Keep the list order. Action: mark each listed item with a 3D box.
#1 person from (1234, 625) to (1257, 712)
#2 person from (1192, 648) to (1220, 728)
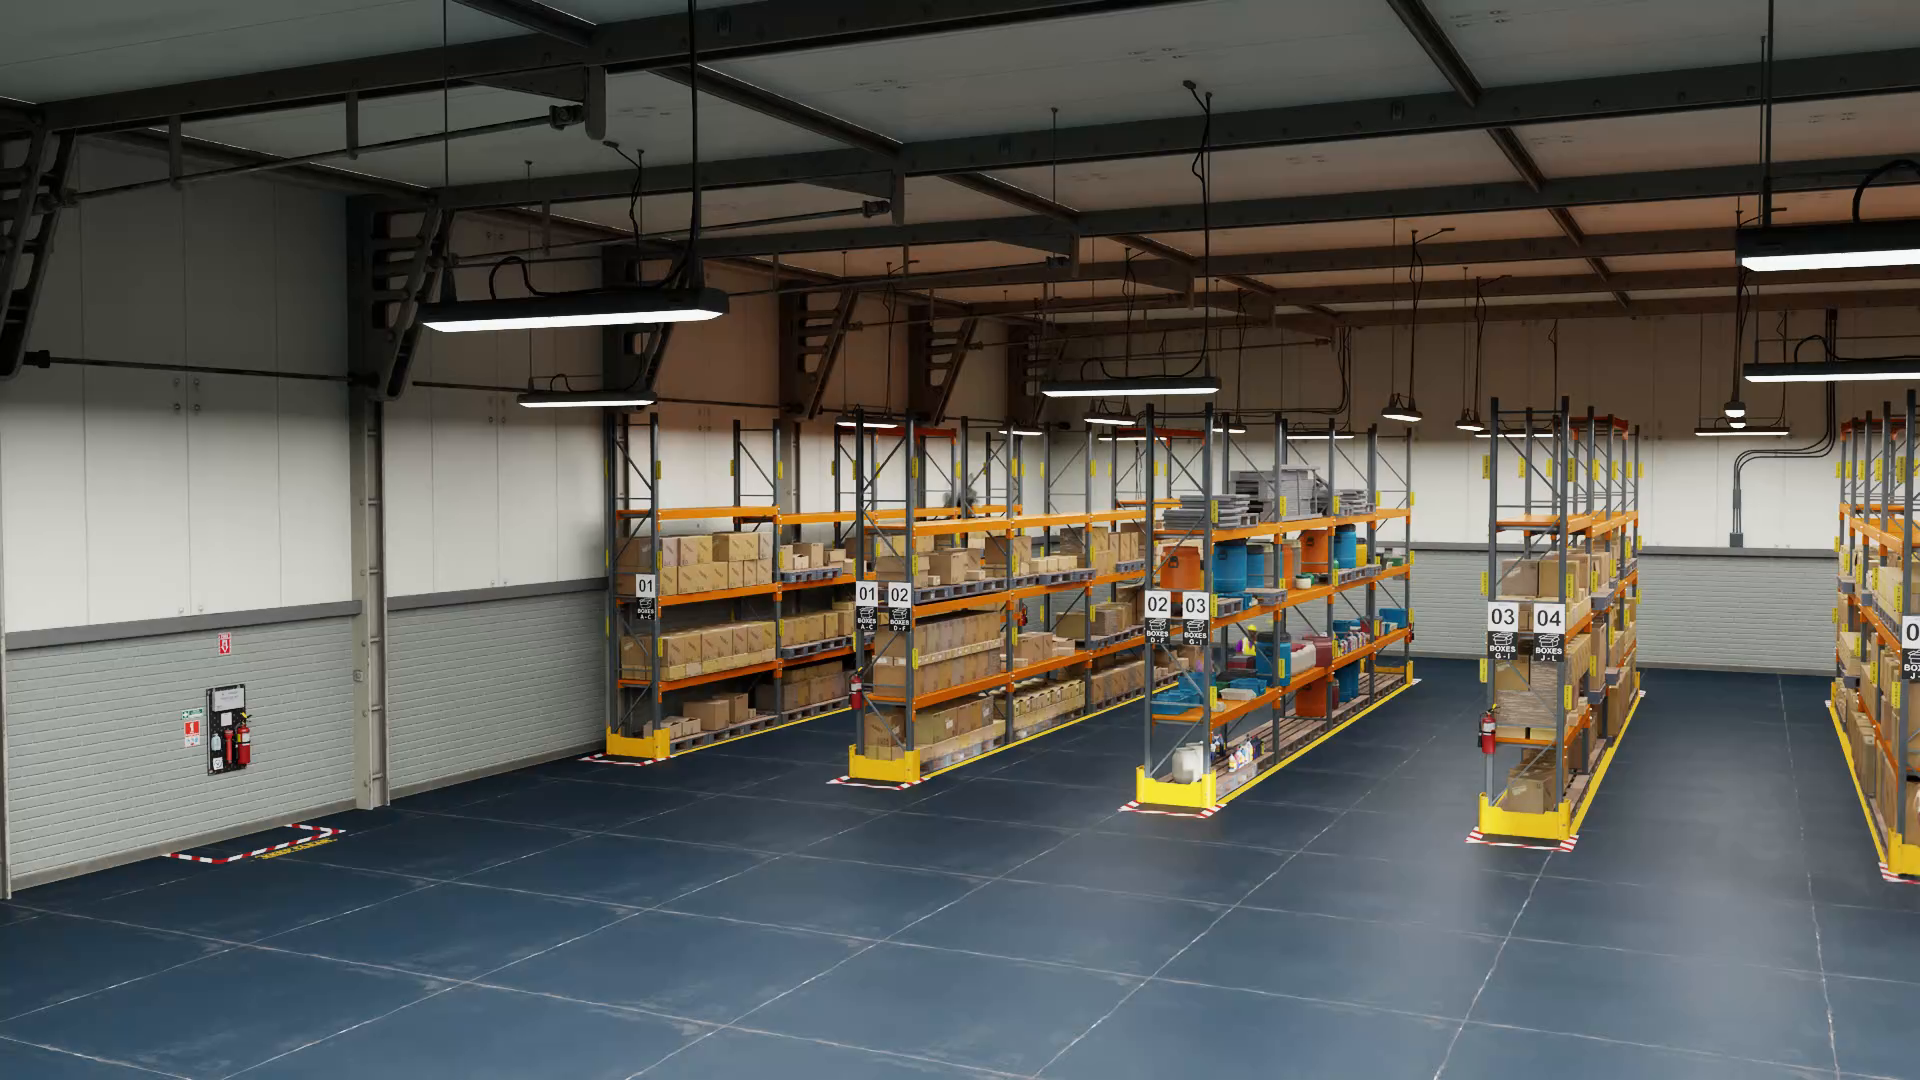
[{"bbox_3d":[6.046,2.635,34.545,0.706,1.754,0.935,1,3,22],"label":"person"},{"bbox_3d":[4.663,2.869,31.744,0.514,1.635,0.660,1,3,25],"label":"person"}]
